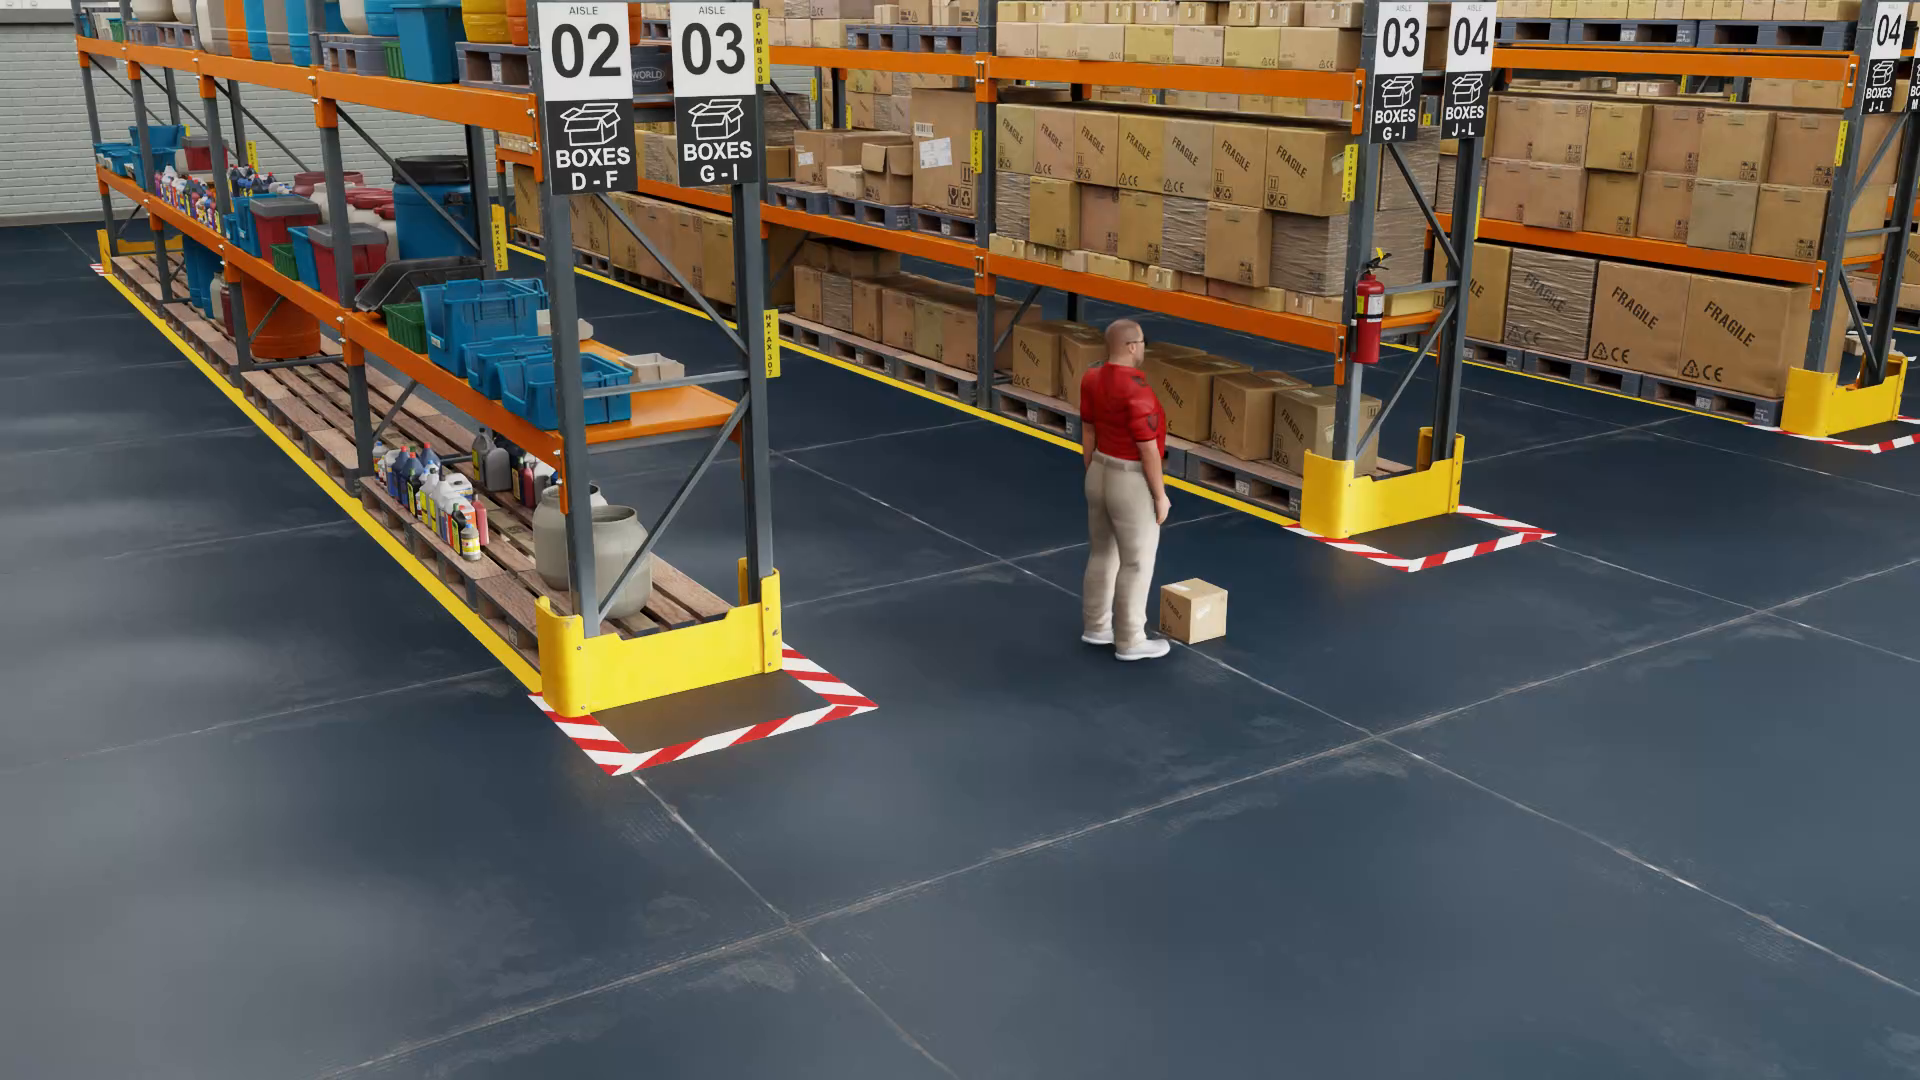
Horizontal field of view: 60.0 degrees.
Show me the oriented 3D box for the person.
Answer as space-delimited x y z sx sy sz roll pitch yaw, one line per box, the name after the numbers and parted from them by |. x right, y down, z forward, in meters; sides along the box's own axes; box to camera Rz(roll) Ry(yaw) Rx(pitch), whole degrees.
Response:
0.847 -0.239 8.355 0.390 1.767 0.541 -11 21 -30 | person
